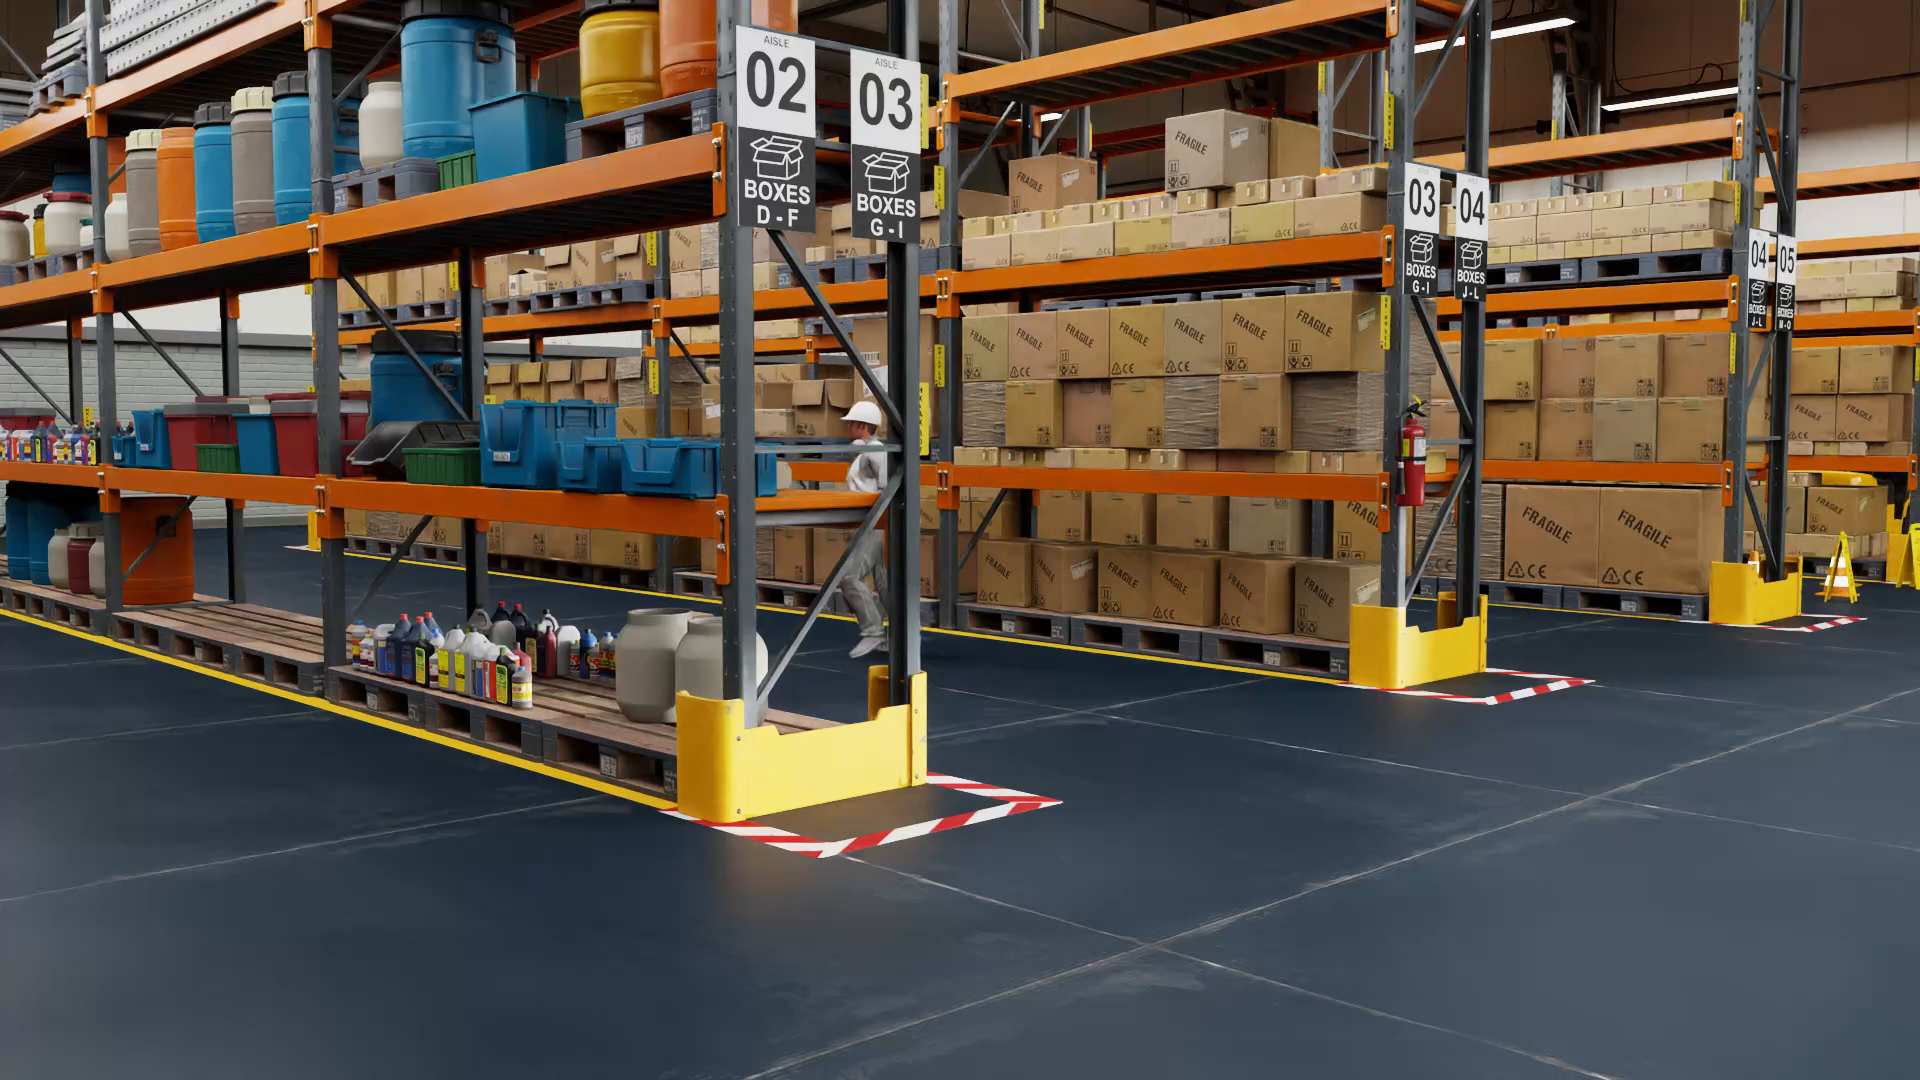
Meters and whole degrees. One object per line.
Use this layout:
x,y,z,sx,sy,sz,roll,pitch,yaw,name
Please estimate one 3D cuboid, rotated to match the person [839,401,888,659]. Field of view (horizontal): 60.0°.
-0.571,-0.079,11.661,0.553,1.778,0.563,0,4,-4,person
